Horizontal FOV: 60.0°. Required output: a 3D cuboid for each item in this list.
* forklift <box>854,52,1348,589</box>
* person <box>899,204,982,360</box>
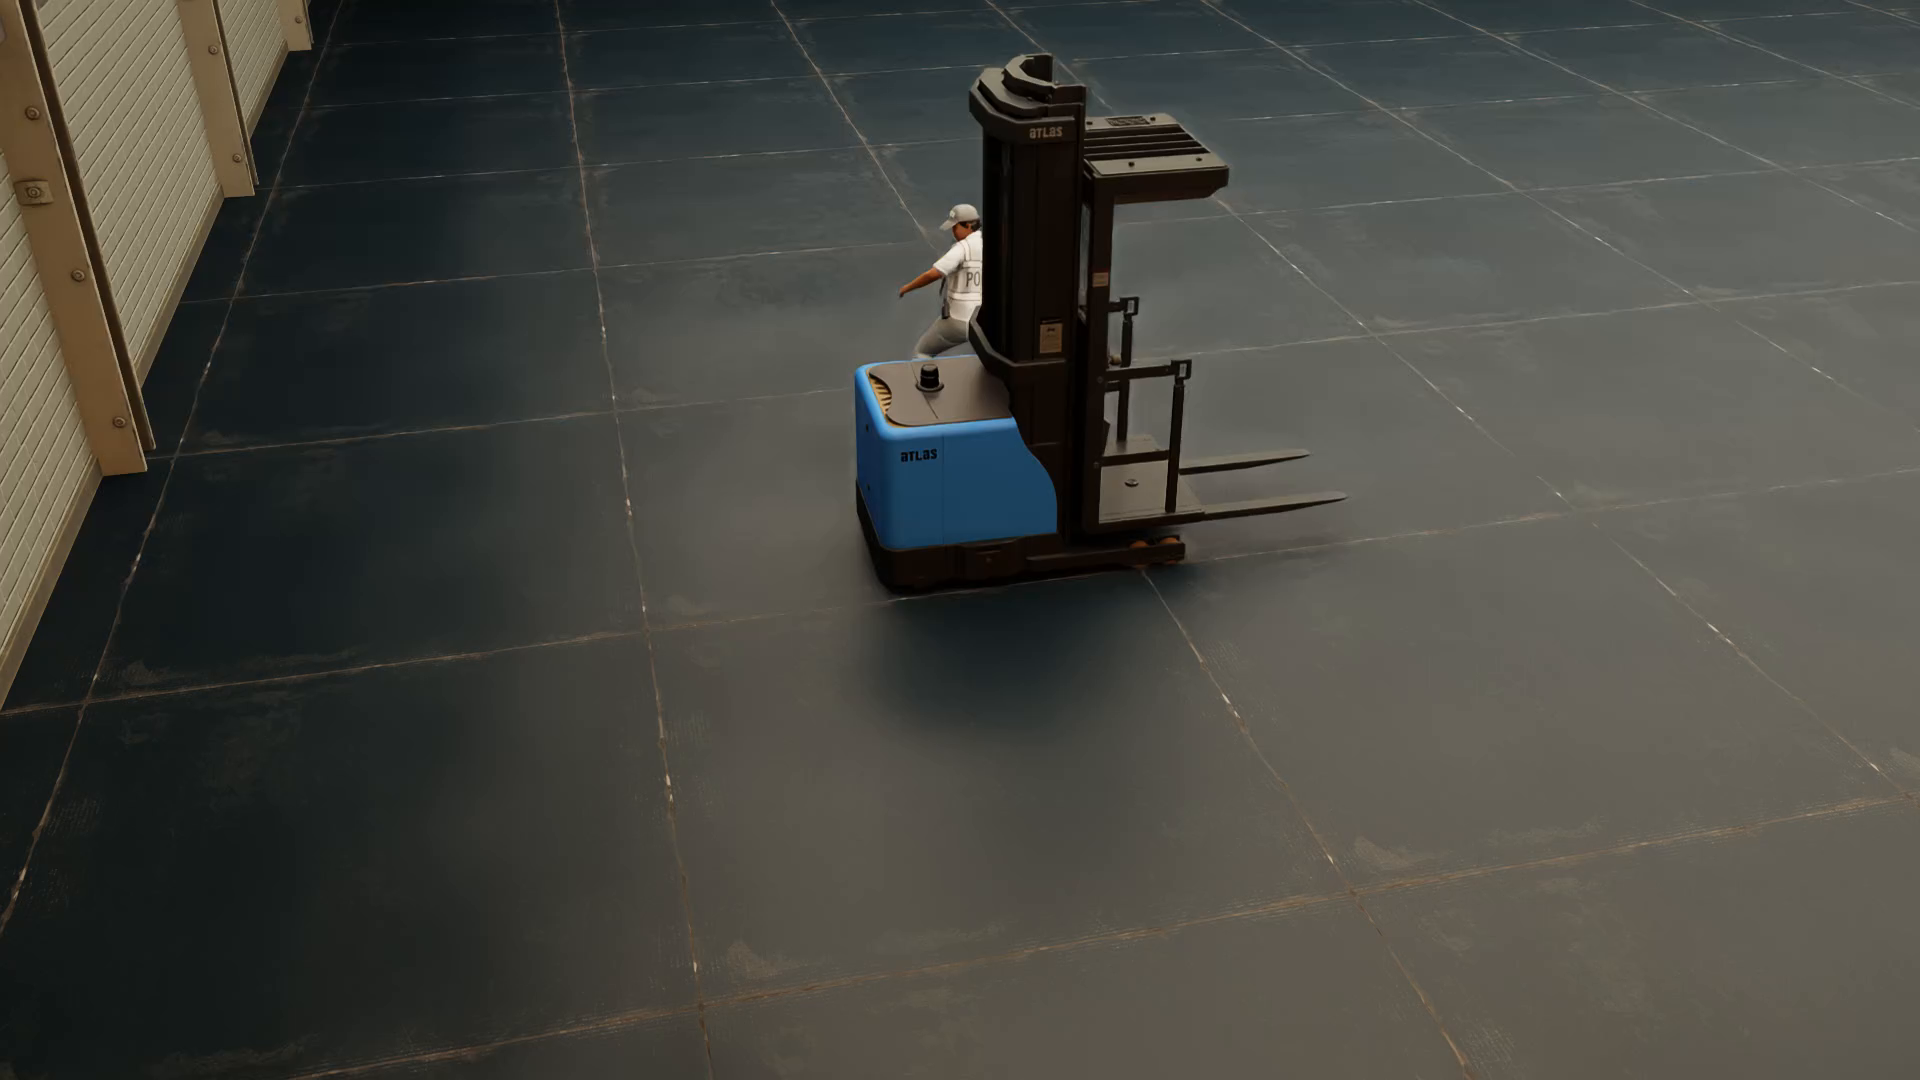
[{"bbox_3d":[0.909,-1.345,9.899,3.031,2.935,1.130,-6,31,-11],"label":"forklift"},{"bbox_3d":[0.120,-1.585,11.842,1.083,1.611,0.530,-13,32,-21],"label":"person"}]
